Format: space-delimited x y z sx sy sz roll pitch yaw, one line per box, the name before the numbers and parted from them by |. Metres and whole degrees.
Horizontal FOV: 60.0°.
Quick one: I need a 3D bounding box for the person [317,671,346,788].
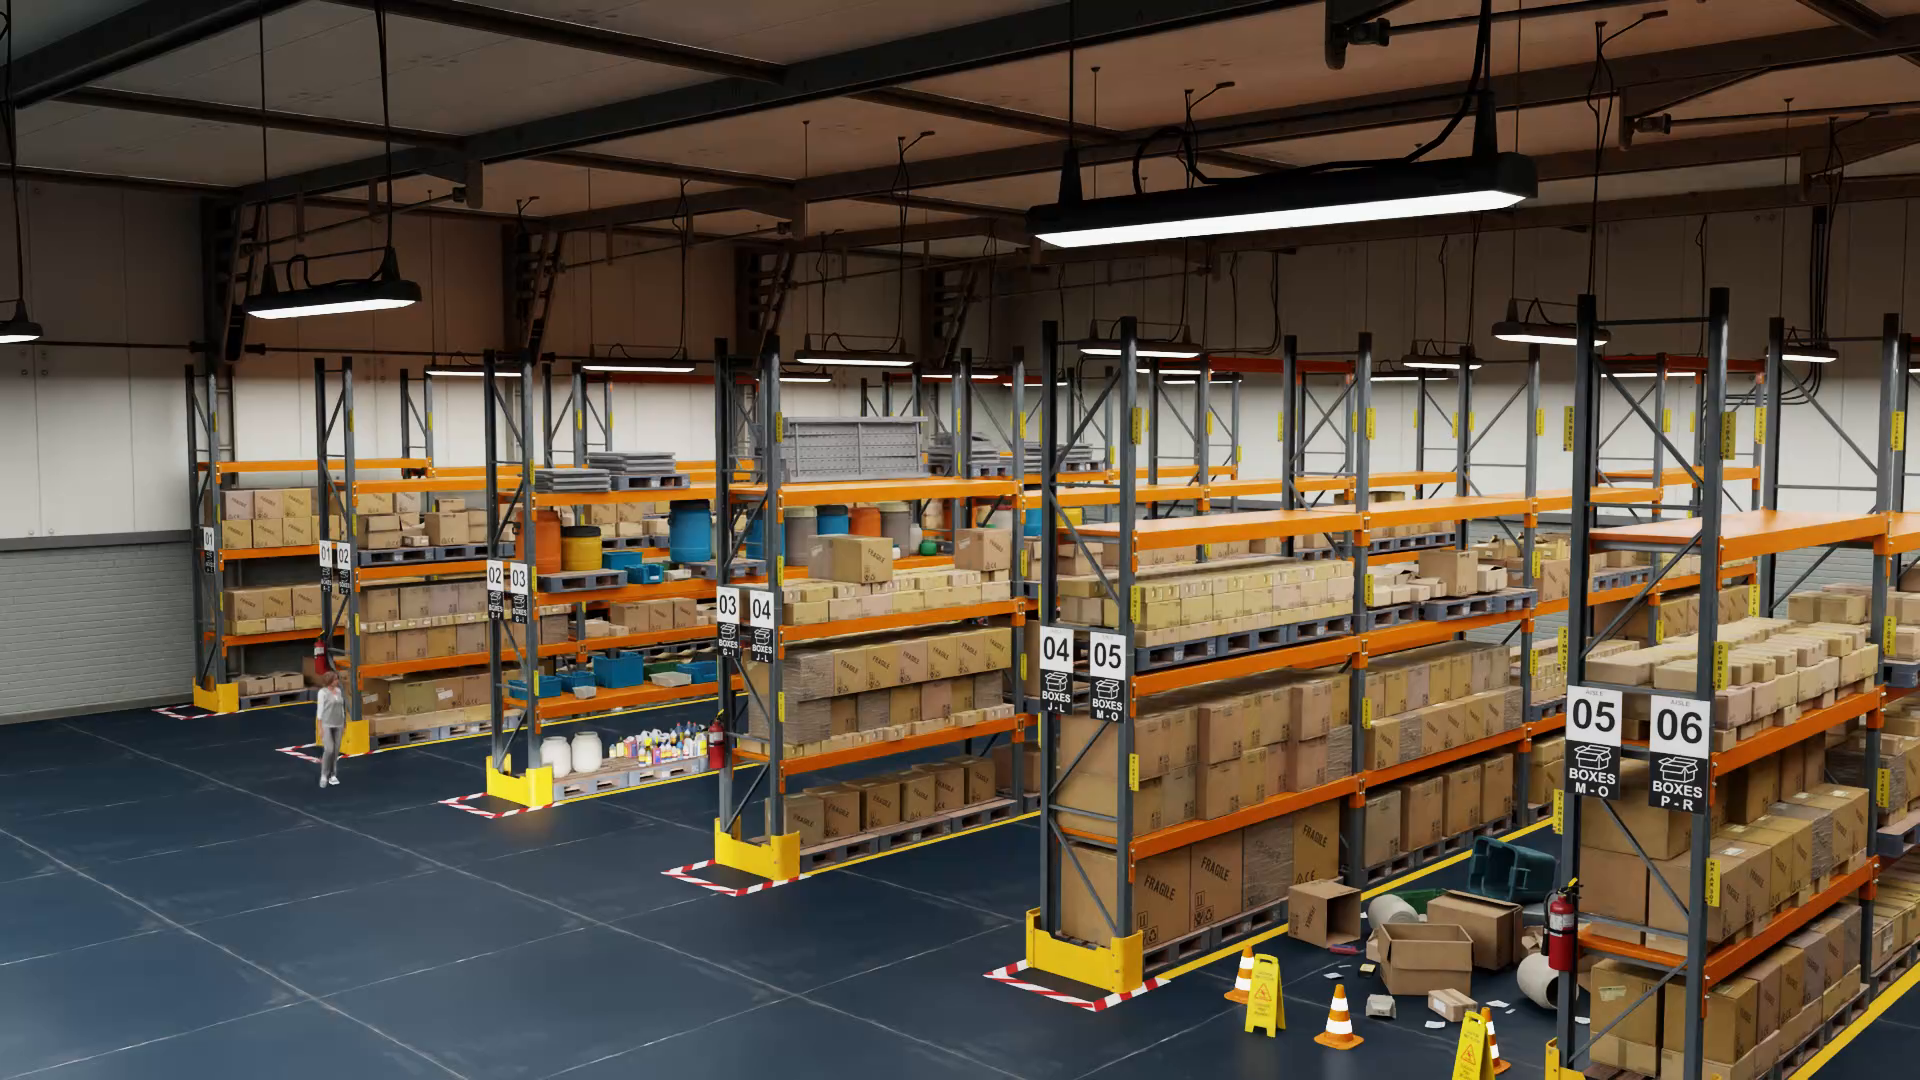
person | -8.684 2.615 22.969 0.416 1.574 0.437 3 6 37
